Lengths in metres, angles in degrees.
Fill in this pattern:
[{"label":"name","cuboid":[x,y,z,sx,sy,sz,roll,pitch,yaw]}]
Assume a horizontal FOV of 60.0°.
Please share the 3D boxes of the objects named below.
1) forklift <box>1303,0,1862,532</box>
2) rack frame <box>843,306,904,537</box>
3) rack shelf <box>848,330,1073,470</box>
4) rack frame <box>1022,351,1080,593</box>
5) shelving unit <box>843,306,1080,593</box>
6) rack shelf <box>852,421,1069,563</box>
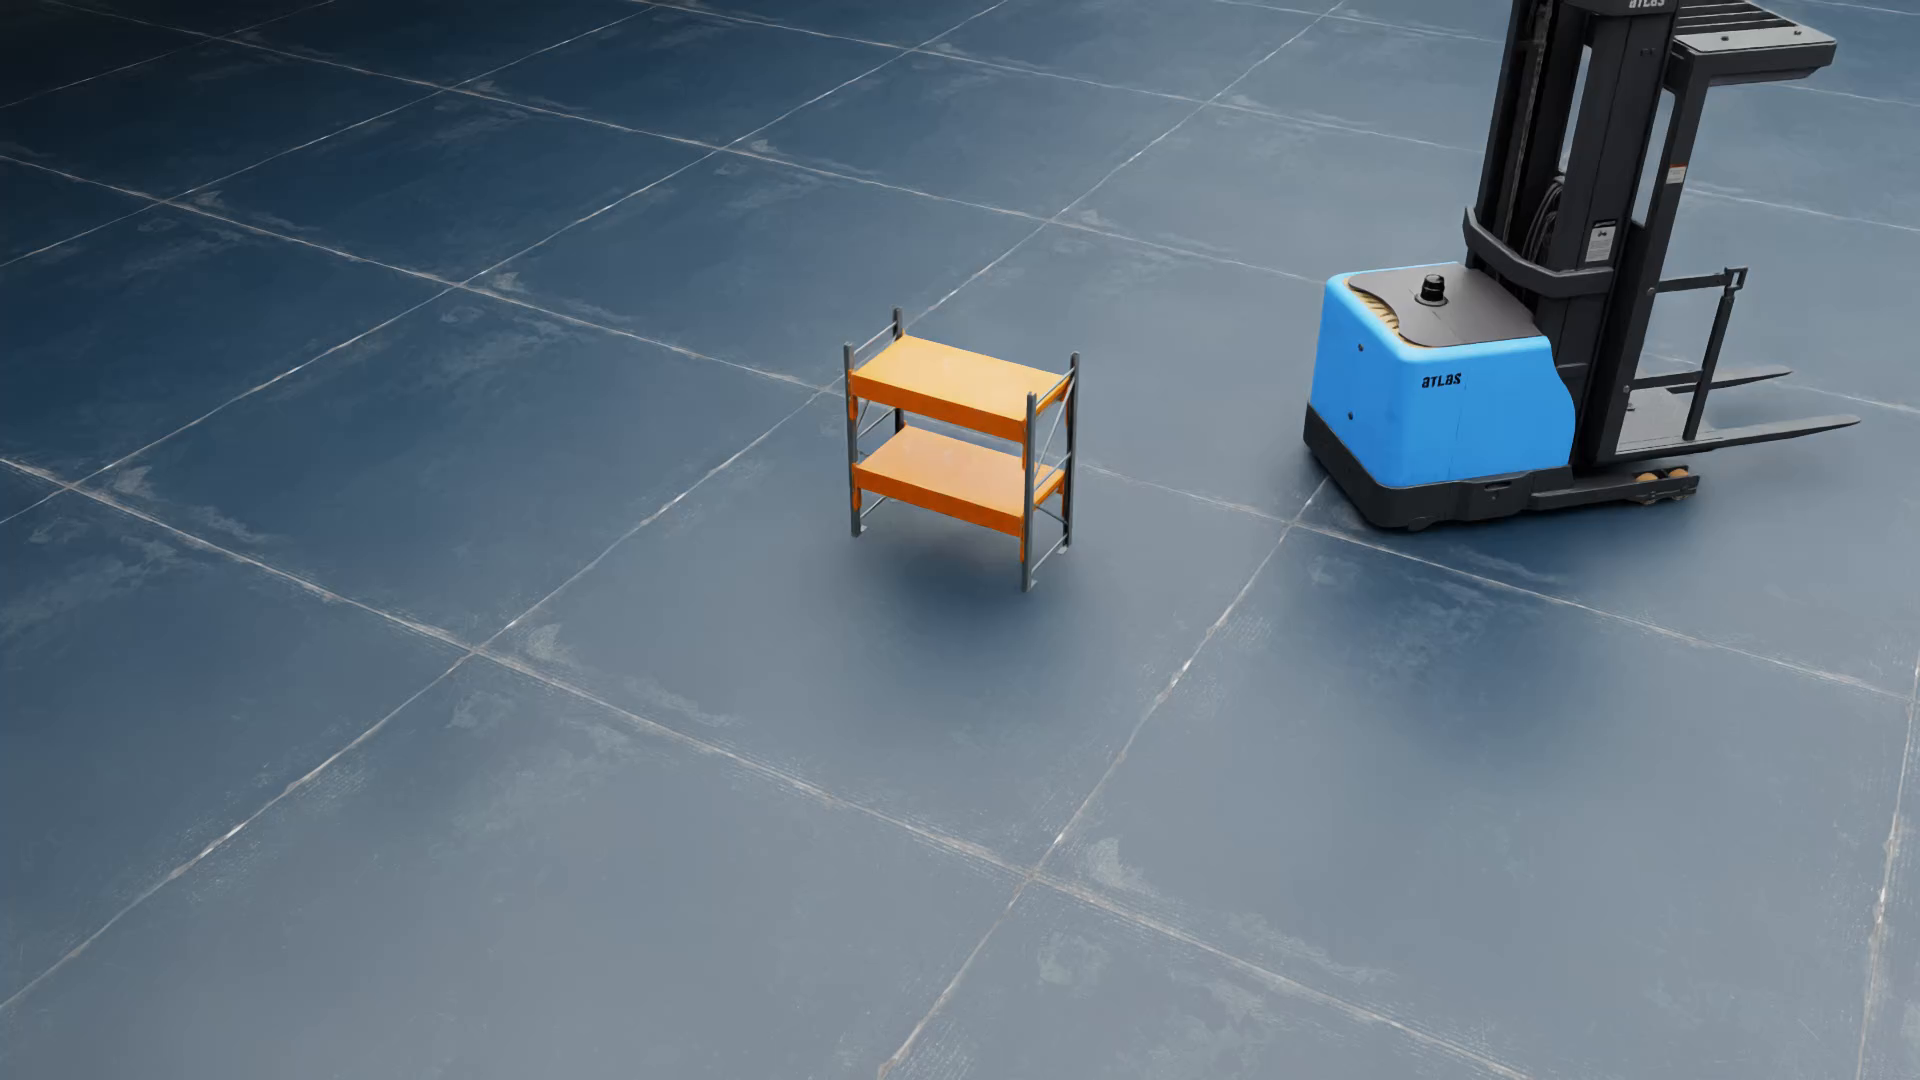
[{"label":"forklift","cuboid":[3.529,-1.691,8.646,3.031,2.935,1.130,-8,34,-11]},{"label":"rack frame","cuboid":[-0.435,-0.606,8.645,0.032,1.125,0.500,18,37,24]},{"label":"rack shelf","cuboid":[0.006,-0.710,8.273,1.000,0.278,0.538,18,37,24]},{"label":"rack frame","cuboid":[0.447,-0.327,8.225,0.032,1.125,0.500,18,37,24]},{"label":"shelving unit","cuboid":[0.006,-0.466,8.435,1.048,1.125,0.538,18,37,24]},{"label":"rack shelf","cuboid":[0.006,-0.263,8.571,1.000,0.278,0.538,18,37,24]}]
